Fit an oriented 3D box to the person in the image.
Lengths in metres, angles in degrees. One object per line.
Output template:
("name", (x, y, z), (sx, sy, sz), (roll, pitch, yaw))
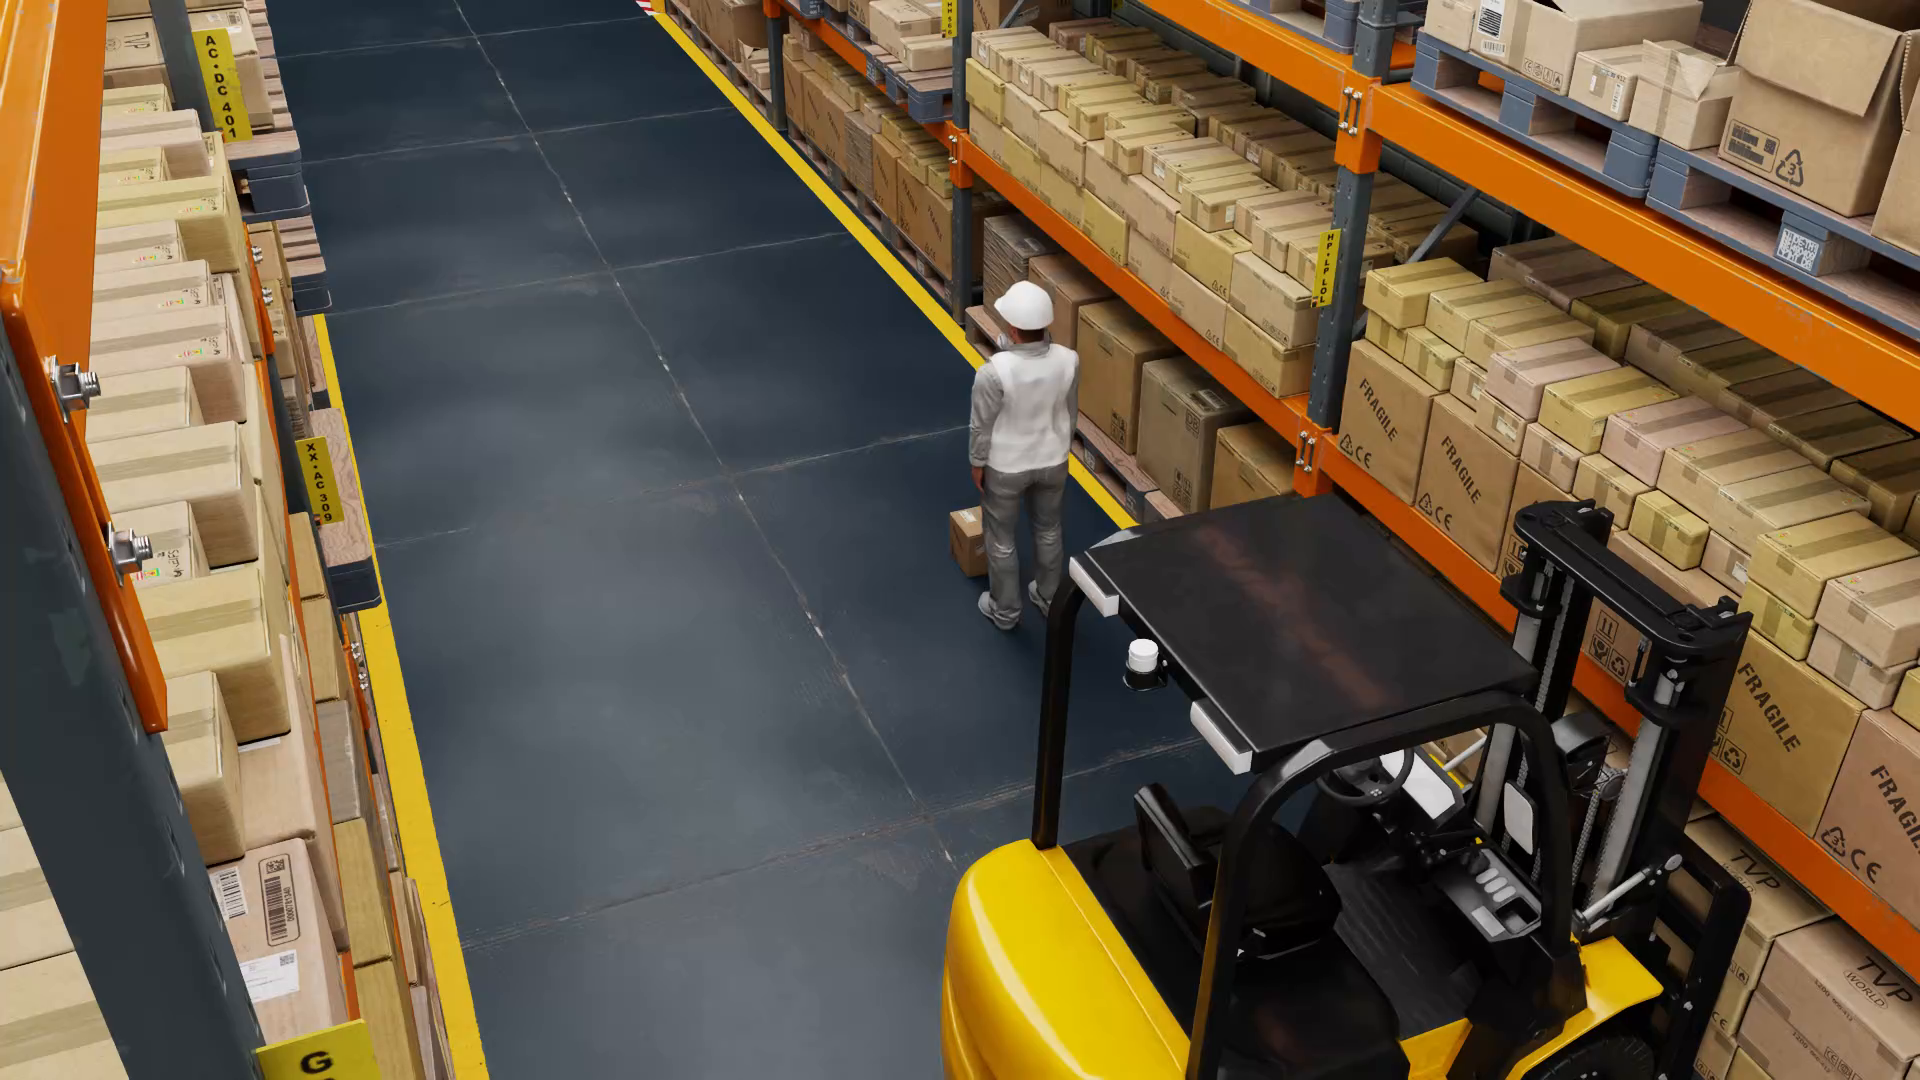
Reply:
("person", (0.281, -0.383, 7.707), (0.531, 1.767, 0.359), (-12, 35, -18))
